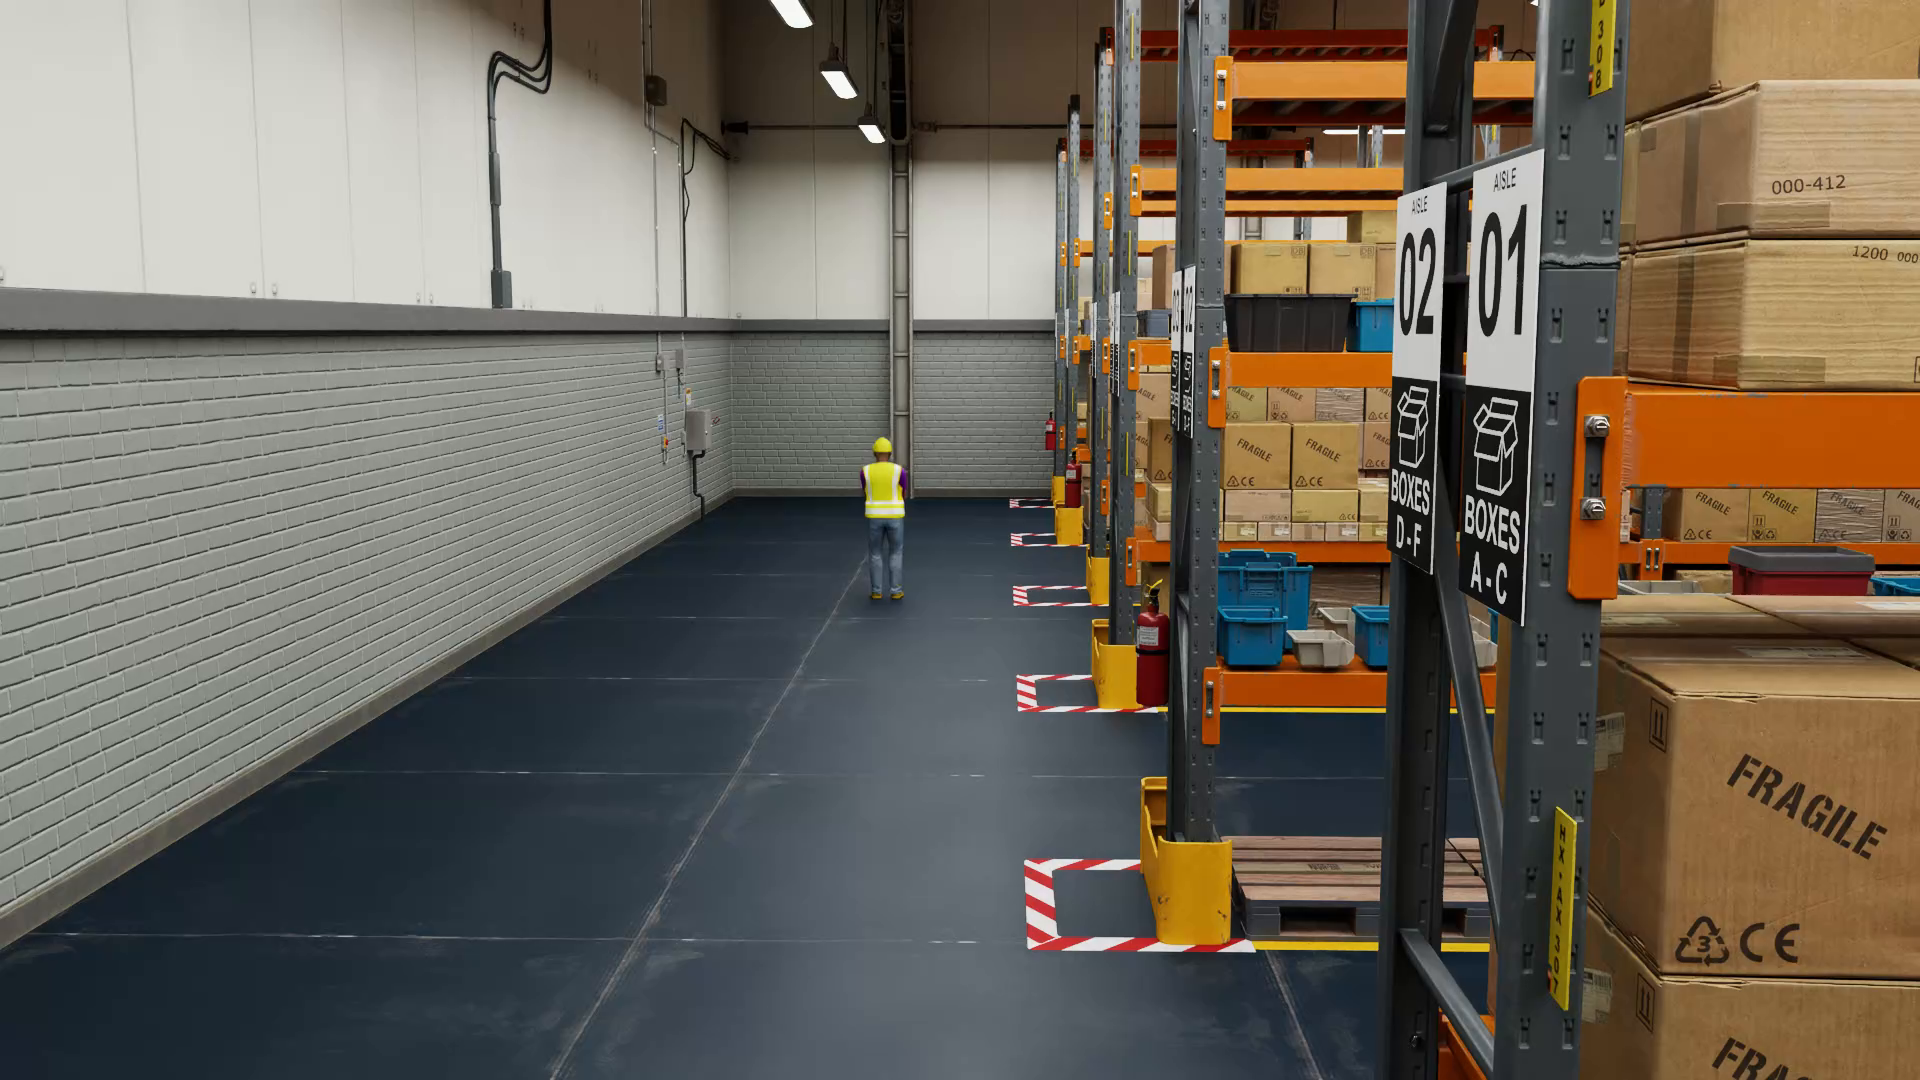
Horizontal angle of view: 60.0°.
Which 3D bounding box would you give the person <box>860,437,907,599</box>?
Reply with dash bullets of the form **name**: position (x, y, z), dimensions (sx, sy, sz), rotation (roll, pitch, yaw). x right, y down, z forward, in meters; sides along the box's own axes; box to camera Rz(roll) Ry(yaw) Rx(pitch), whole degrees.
- **person**: position (-0.824, -0.247, 18.150), dimensions (0.504, 1.762, 0.566), rotation (0, 7, 2)
